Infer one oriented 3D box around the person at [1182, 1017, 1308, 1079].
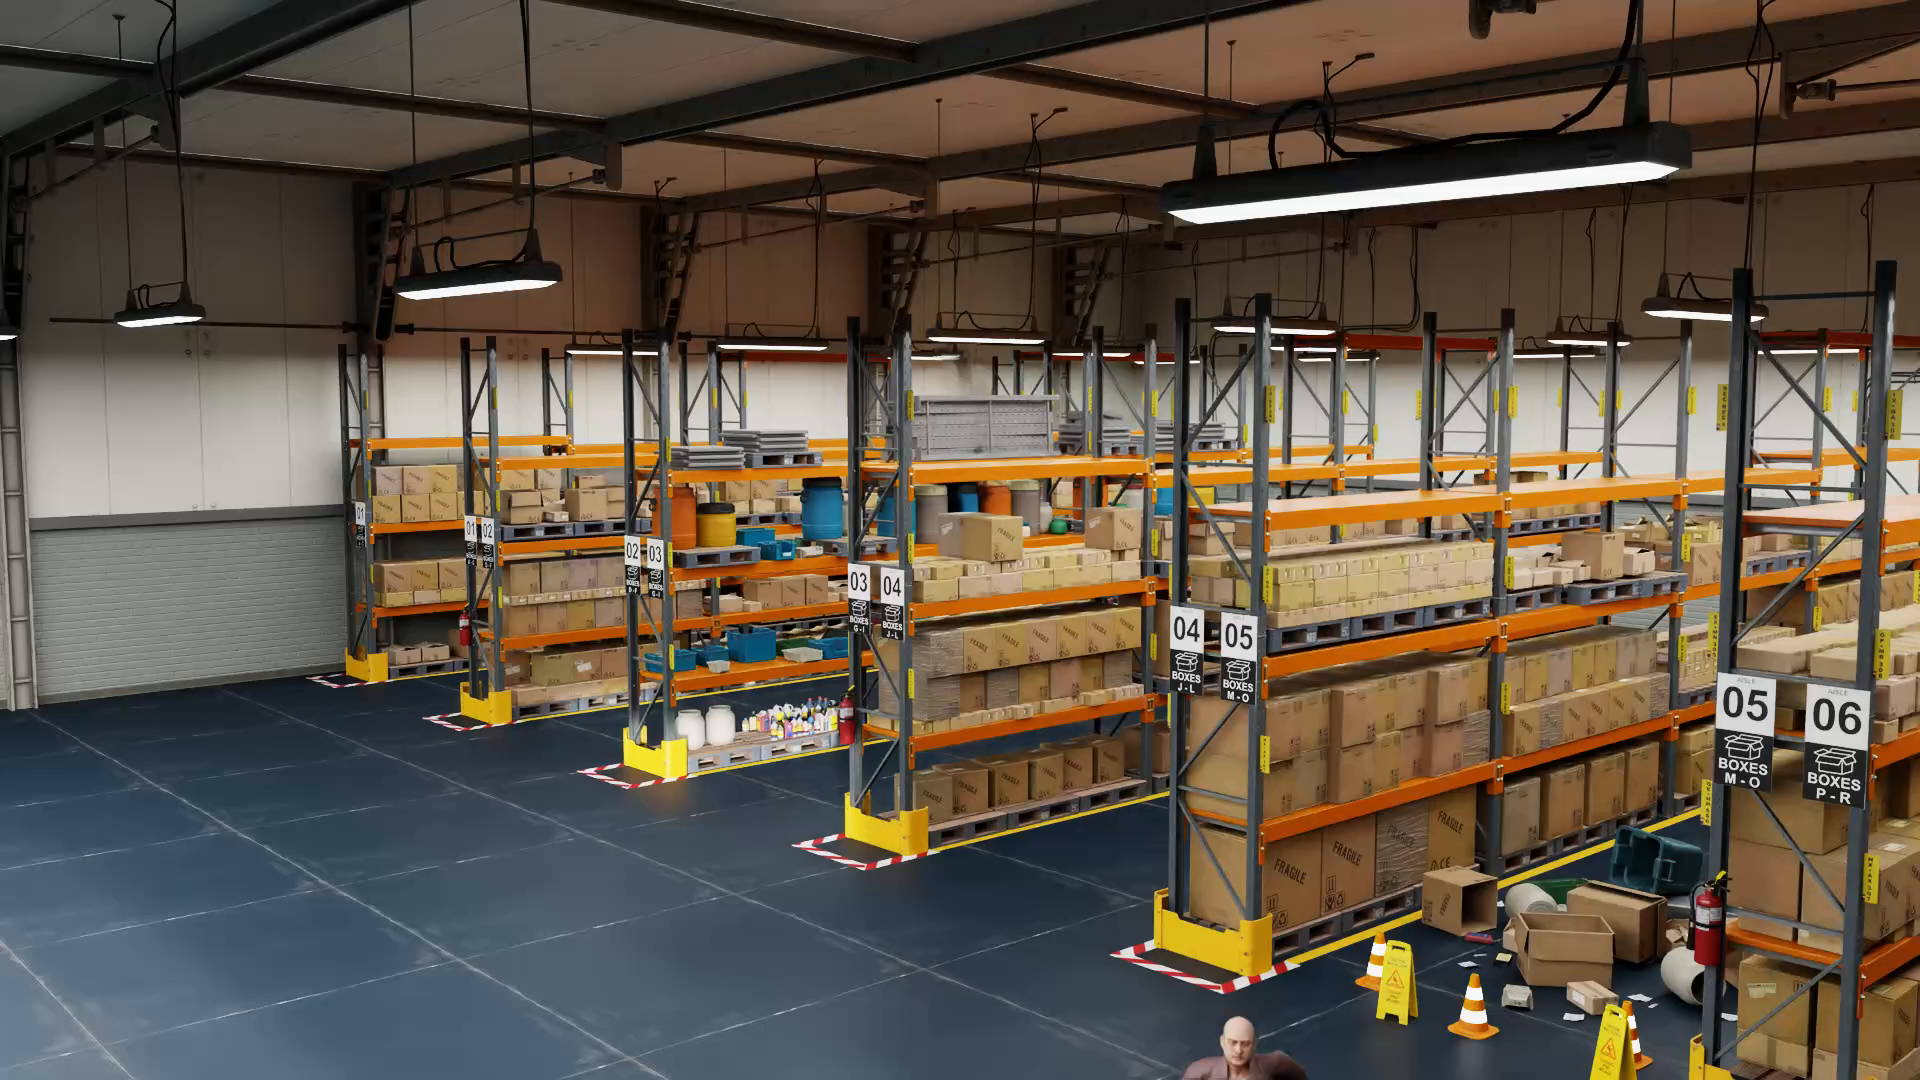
[{"bbox_3d":[1.549,3.473,9.158,0.746,1.828,0.935,1,5,12],"label":"person"}]
